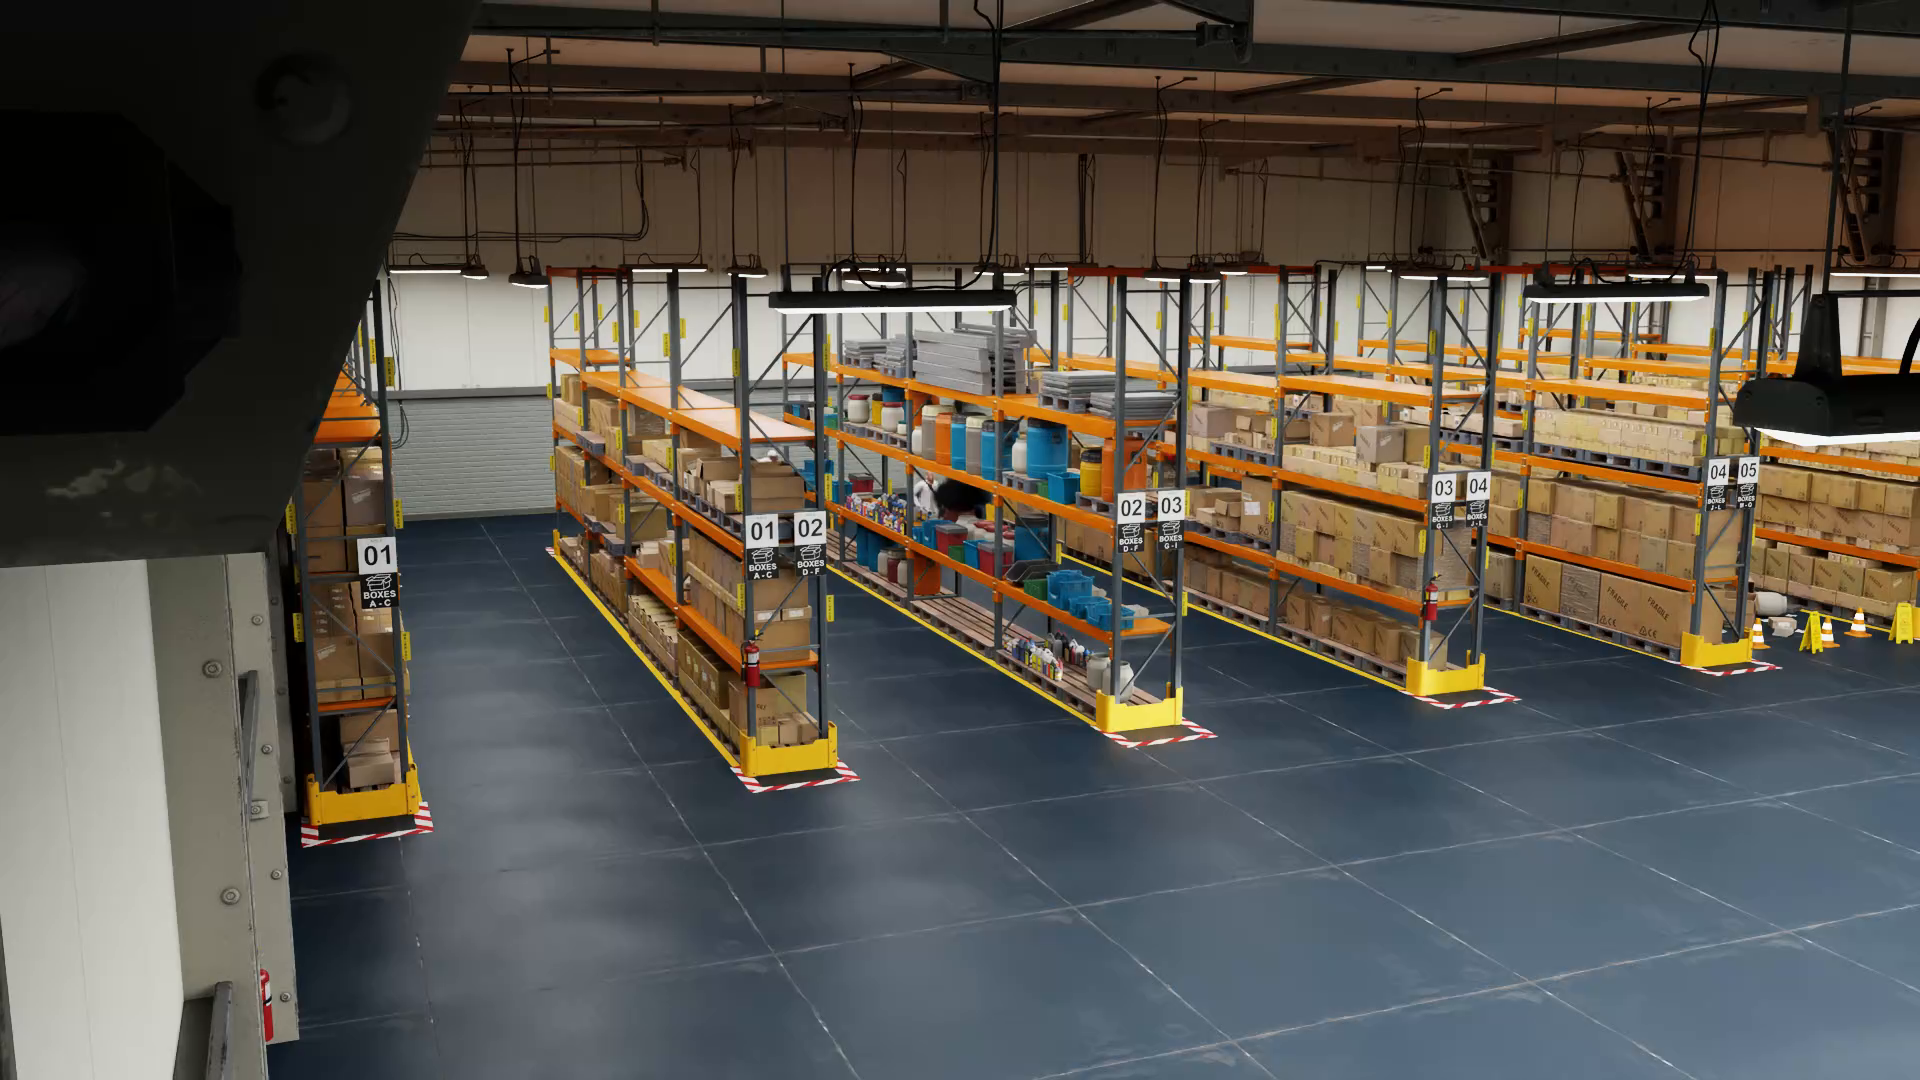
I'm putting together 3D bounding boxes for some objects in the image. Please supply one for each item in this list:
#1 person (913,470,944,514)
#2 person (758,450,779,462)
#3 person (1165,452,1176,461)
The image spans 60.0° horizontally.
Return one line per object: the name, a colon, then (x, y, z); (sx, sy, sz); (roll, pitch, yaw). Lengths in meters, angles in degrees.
person: (-0.628, -0.637, 35.302); (0.696, 1.729, 0.665); (-6, 12, -32)
person: (-4.748, -1.268, 39.184); (1.057, 1.711, 0.743); (-2, 10, -13)
person: (5.204, -1.607, 41.041); (0.842, 1.764, 0.675); (-4, 11, -21)
